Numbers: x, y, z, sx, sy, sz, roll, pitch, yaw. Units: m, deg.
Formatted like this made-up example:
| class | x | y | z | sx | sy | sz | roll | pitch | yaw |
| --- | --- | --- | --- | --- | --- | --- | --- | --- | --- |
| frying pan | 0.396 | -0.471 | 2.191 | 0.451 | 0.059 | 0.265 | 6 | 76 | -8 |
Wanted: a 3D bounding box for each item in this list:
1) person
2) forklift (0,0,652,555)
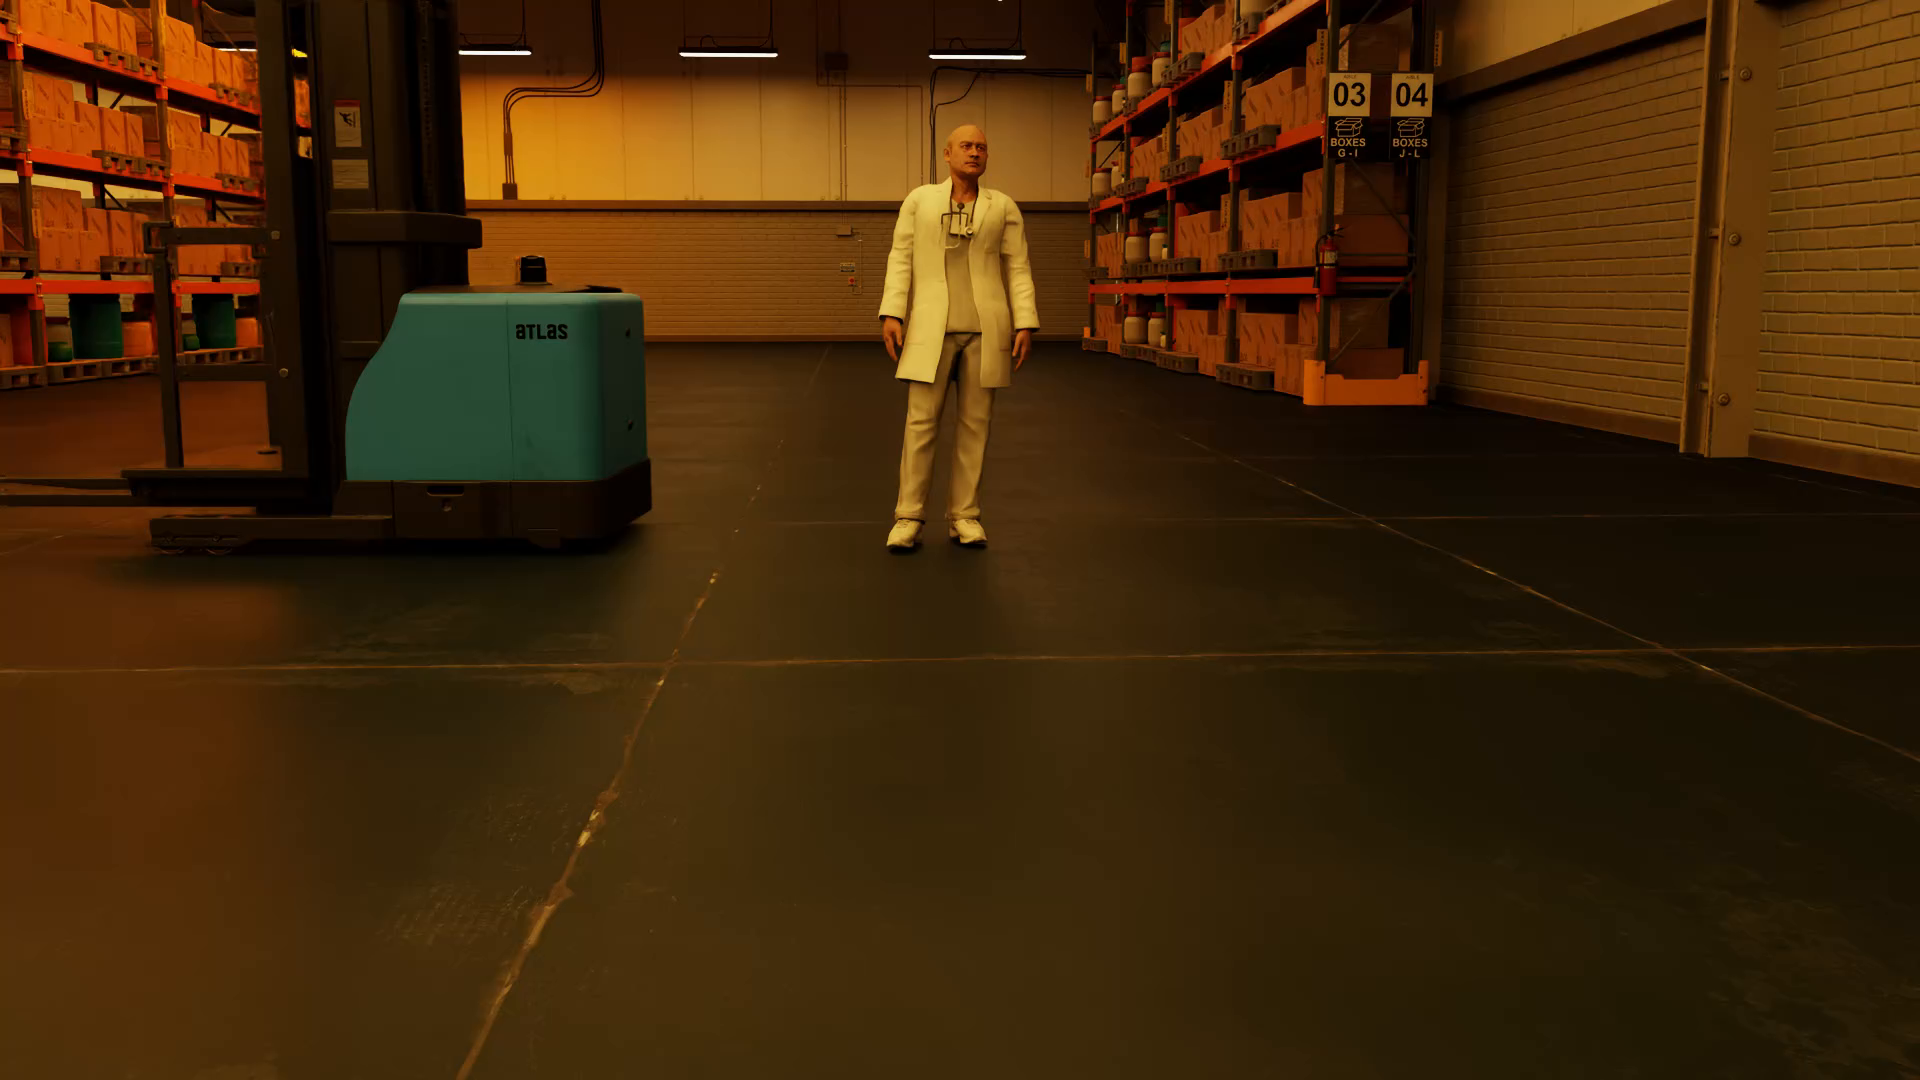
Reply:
| class | x | y | z | sx | sy | sz | roll | pitch | yaw |
| --- | --- | --- | --- | --- | --- | --- | --- | --- | --- |
| person | 0.002 | -0.873 | 7.088 | 0.698 | 1.777 | 0.578 | -1 | 8 | -4 |
| forklift | -2.968 | -1.464 | 7.192 | 3.031 | 2.935 | 1.130 | 0 | 8 | 1 |
